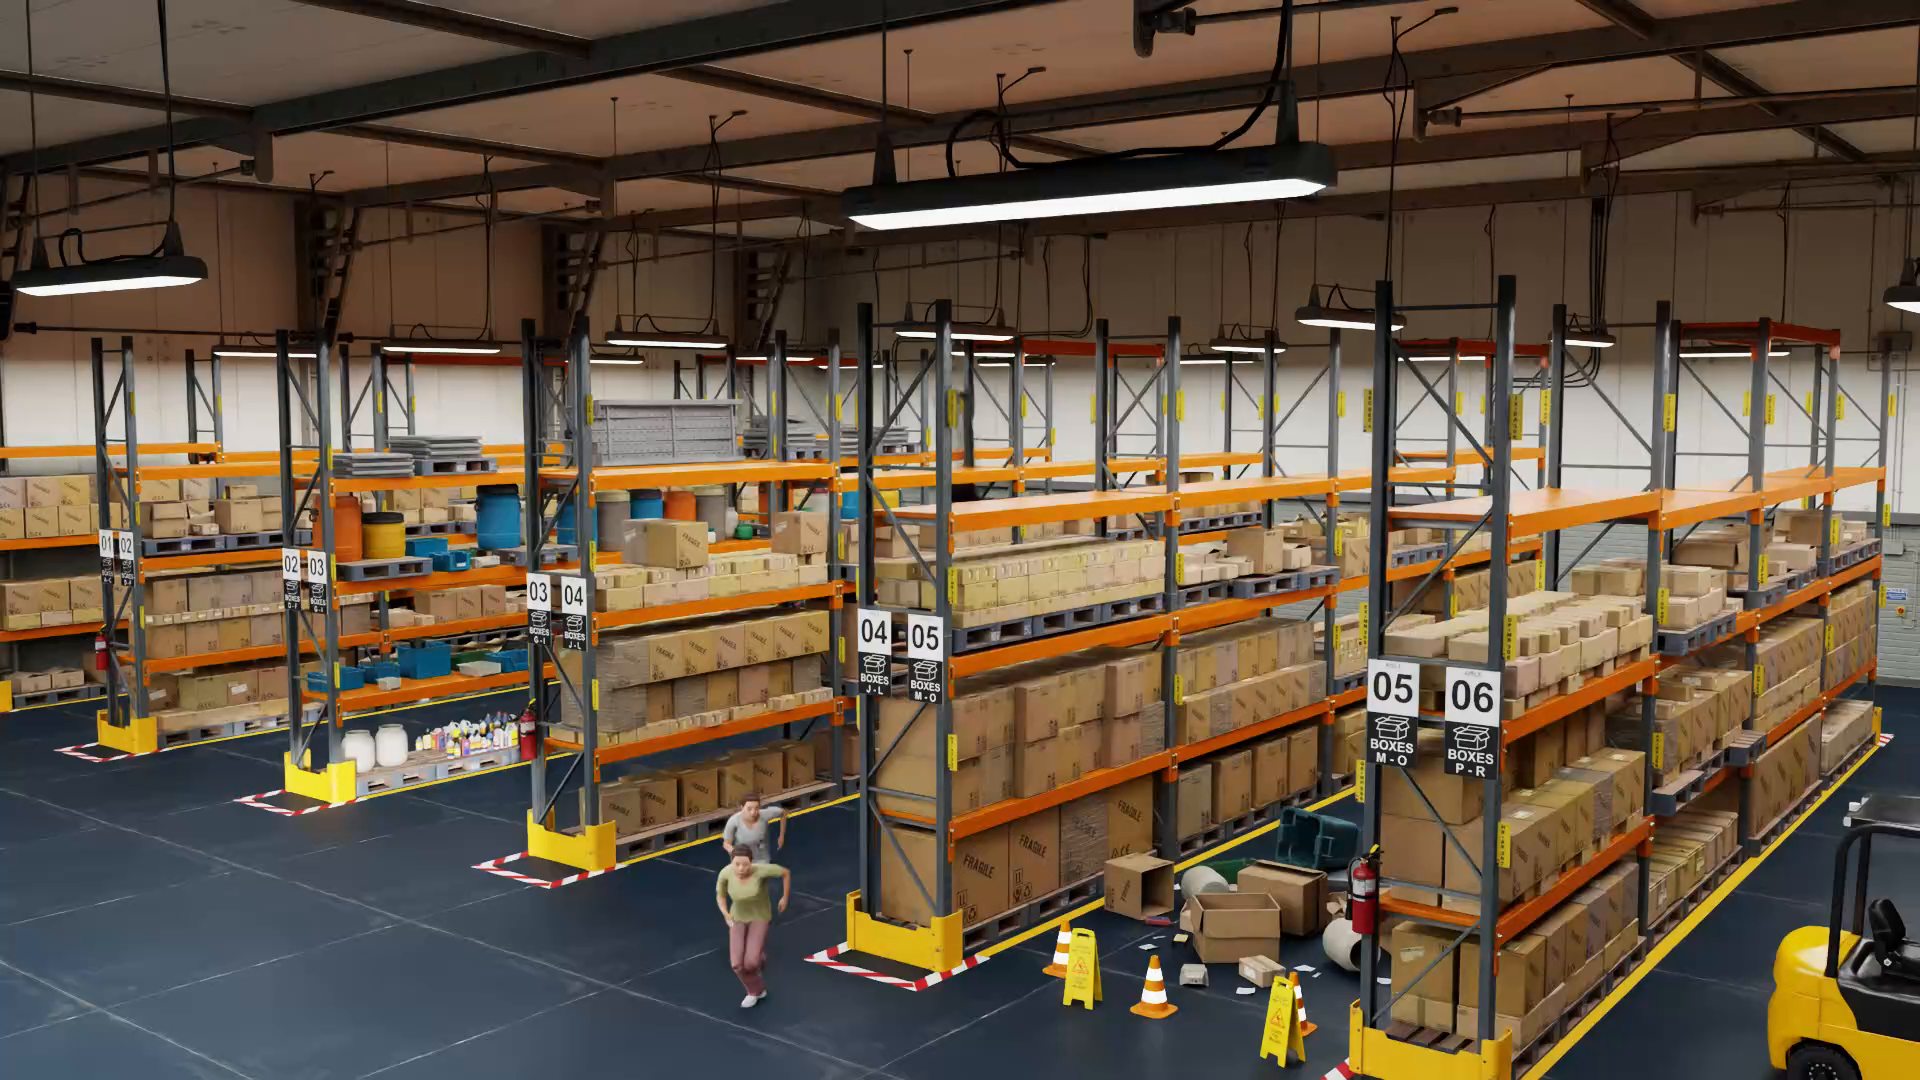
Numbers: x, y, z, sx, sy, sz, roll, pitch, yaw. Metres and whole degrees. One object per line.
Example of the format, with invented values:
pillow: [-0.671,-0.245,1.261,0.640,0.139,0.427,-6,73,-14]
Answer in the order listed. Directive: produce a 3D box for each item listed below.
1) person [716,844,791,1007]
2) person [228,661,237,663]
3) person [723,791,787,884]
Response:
person: [-1.725,3.219,13.926,0.601,1.496,0.764,0,5,5]
person: [-12.201,1.872,27.970,0.589,1.715,0.883,2,5,17]
person: [-1.916,3.045,15.554,0.597,1.536,0.921,-1,5,-9]
